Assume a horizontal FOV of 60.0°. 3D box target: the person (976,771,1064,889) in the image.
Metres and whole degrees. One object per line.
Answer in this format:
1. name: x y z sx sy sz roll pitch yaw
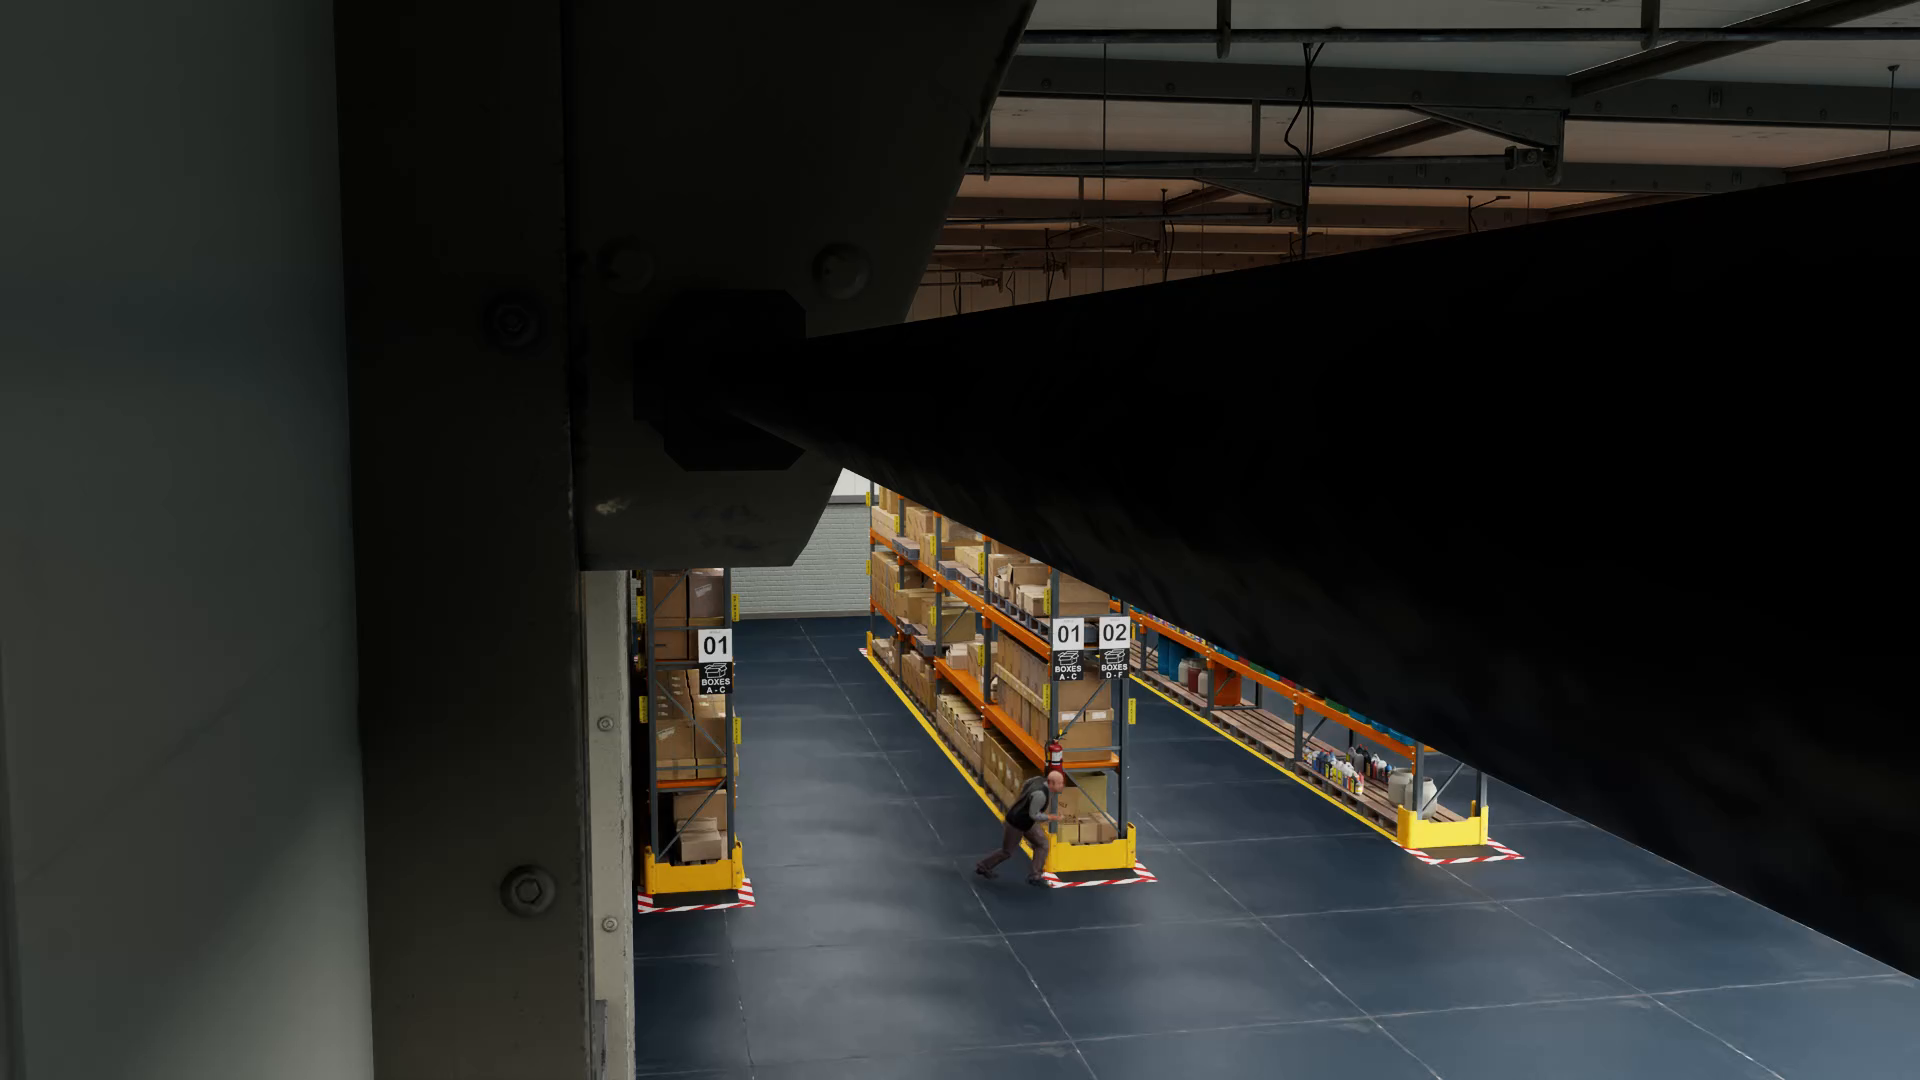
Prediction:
1. person: 0.711 3.503 20.174 1.123 1.498 0.648 2 6 15
